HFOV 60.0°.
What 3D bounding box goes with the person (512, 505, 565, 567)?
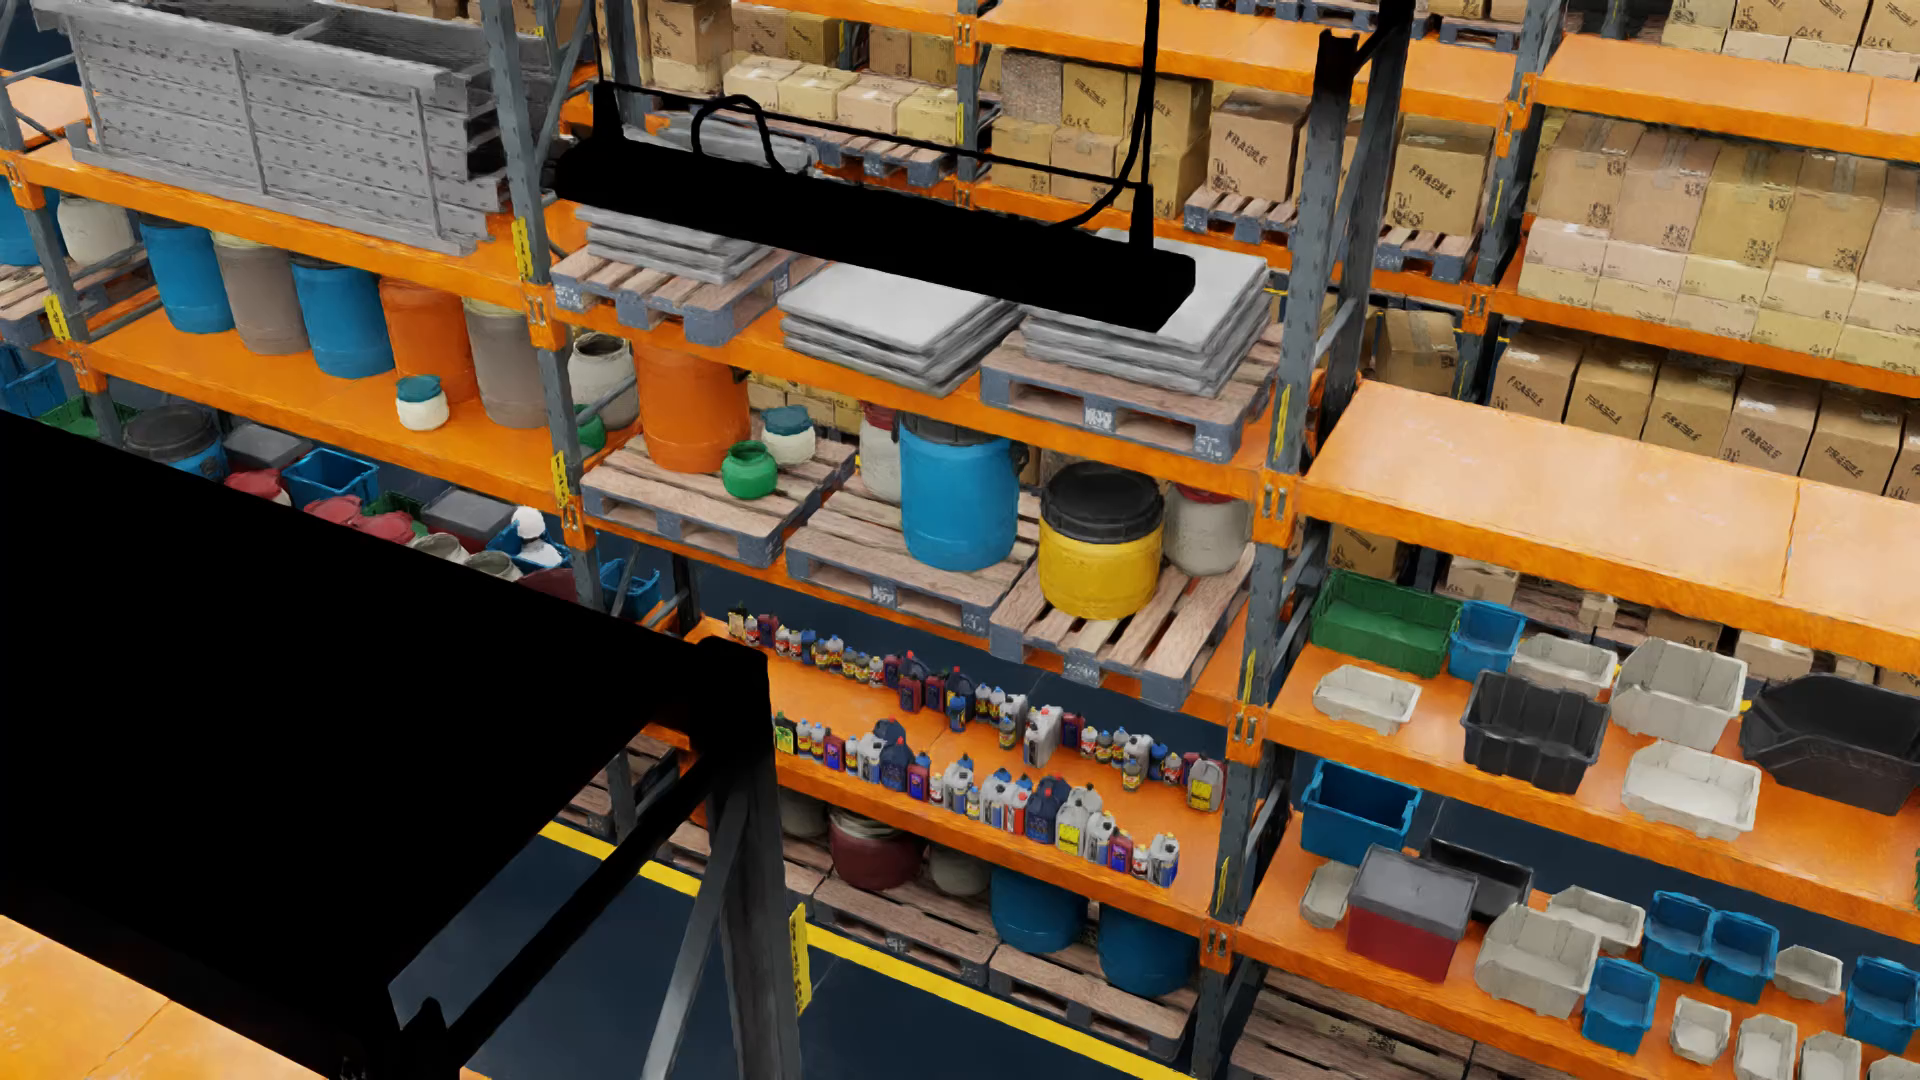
[{"bbox_3d":[-2.866,0.552,11.535,0.574,1.742,0.965,-27,43,-33],"label":"person"}]
